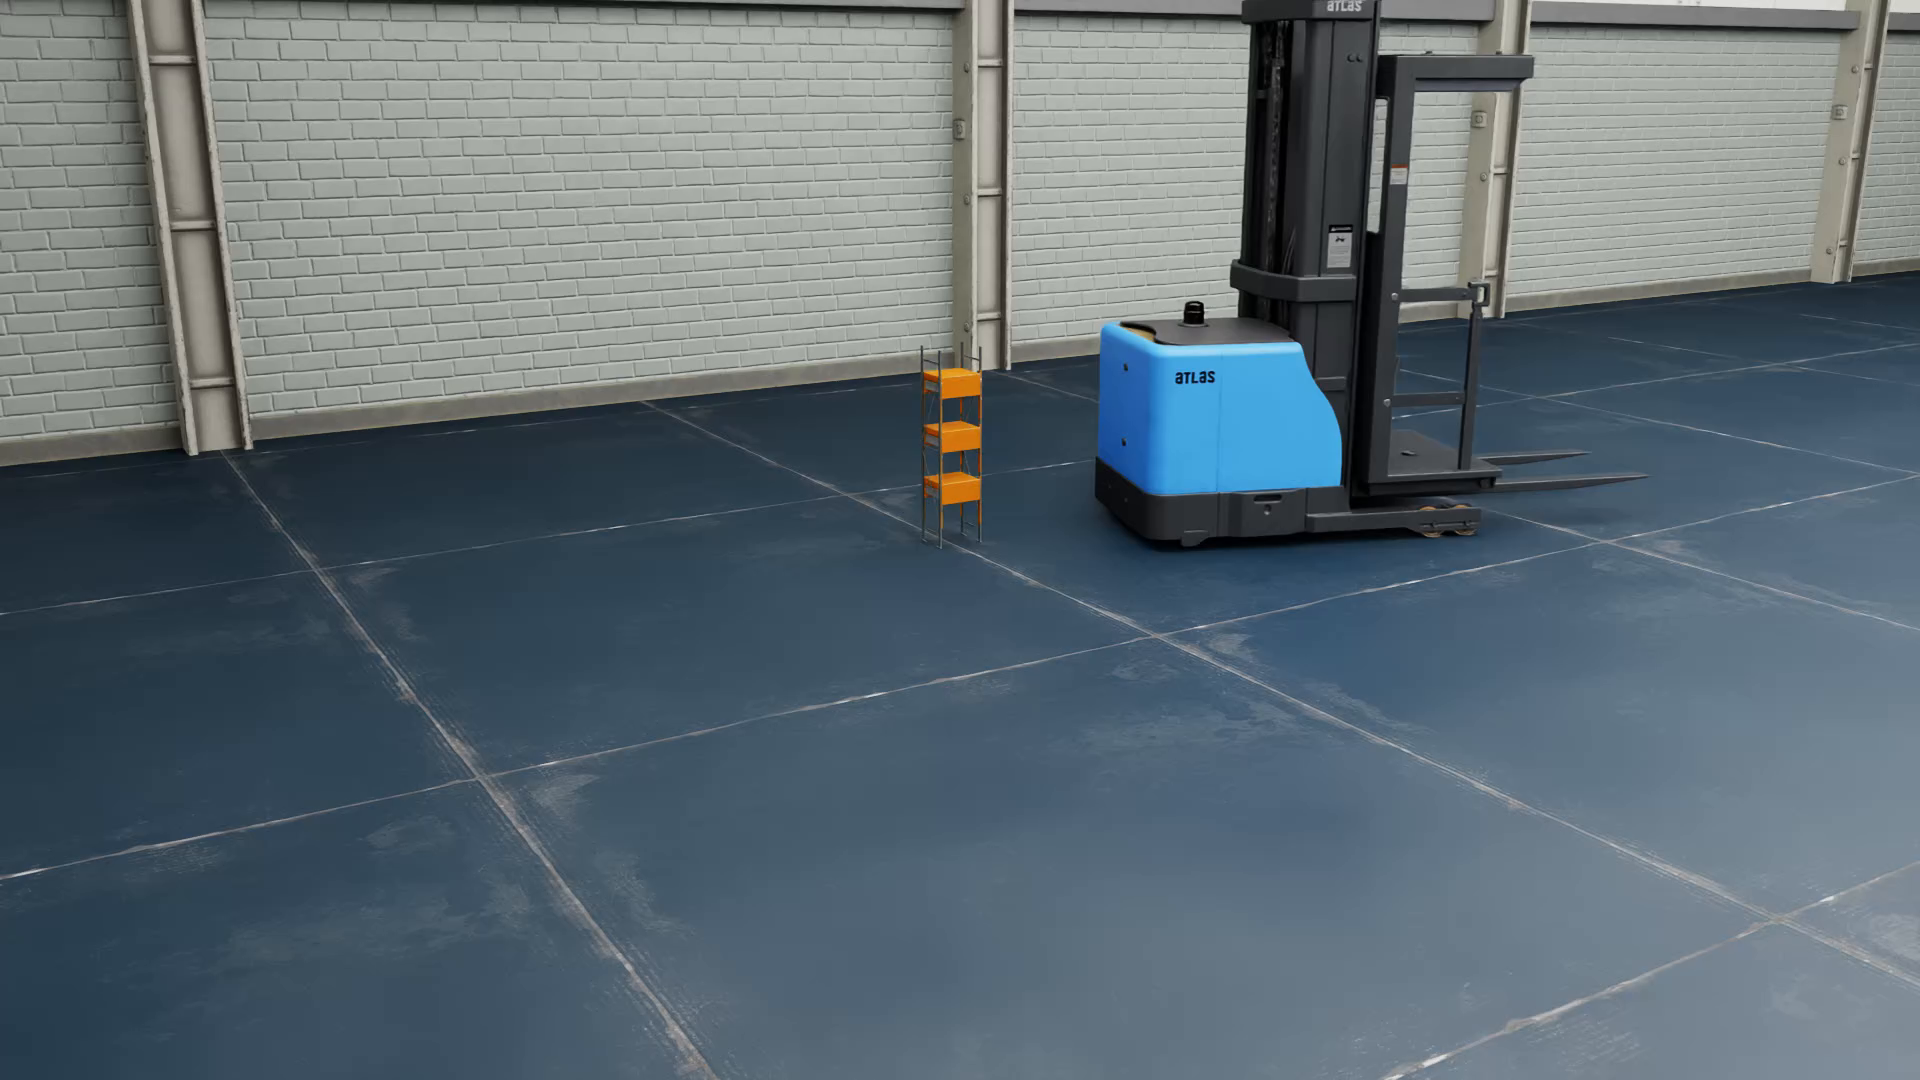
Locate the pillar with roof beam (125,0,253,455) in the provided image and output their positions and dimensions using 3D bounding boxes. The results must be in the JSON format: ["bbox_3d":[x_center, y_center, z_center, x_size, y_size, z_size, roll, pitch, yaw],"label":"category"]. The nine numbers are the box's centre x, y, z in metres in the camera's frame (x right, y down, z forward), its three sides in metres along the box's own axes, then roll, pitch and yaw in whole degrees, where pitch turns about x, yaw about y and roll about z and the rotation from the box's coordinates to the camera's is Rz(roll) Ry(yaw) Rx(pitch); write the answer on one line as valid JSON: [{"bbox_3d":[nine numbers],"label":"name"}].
[{"bbox_3d":[-2.739,-3.953,6.340,0.400,9.000,9.100,-9,18,-30],"label":"pillar with roof beam"}]

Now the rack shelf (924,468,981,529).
[{"bbox_3d":[-0.046,-0.220,8.819,0.240,0.259,0.215,-9,18,-30],"label":"rack shelf"}]

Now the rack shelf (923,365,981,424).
[{"bbox_3d":[-0.046,-0.761,8.668,0.240,0.259,0.215,-9,18,-30],"label":"rack shelf"}]

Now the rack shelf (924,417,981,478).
[{"bbox_3d":[-0.046,-0.488,8.744,0.240,0.259,0.215,-9,18,-30],"label":"rack shelf"}]

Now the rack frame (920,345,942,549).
[{"bbox_3d":[-0.150,-0.481,8.681,0.008,1.050,0.200,-9,18,-30],"label":"rack frame"}]

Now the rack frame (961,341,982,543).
[{"bbox_3d":[0.059,-0.515,8.802,0.008,1.050,0.200,-9,18,-30],"label":"rack frame"}]

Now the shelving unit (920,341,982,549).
[{"bbox_3d":[-0.046,-0.498,8.742,0.252,1.050,0.215,-9,18,-30],"label":"shelving unit"}]

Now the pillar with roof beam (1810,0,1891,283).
[{"bbox_3d":[12.690,-6.455,15.266,0.400,9.000,9.100,-9,18,-30],"label":"pillar with roof beam"}]

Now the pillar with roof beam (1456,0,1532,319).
[{"bbox_3d":[7.547,-5.621,12.291,0.400,9.000,9.100,-9,18,-30],"label":"pillar with roof beam"}]

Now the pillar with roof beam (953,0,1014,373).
[{"bbox_3d":[2.404,-4.787,9.316,0.400,9.000,9.100,-9,18,-30],"label":"pillar with roof beam"}]

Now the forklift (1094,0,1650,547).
[{"bbox_3d":[2.342,-1.559,9.043,3.031,2.935,1.130,-3,16,-12],"label":"forklift"}]
